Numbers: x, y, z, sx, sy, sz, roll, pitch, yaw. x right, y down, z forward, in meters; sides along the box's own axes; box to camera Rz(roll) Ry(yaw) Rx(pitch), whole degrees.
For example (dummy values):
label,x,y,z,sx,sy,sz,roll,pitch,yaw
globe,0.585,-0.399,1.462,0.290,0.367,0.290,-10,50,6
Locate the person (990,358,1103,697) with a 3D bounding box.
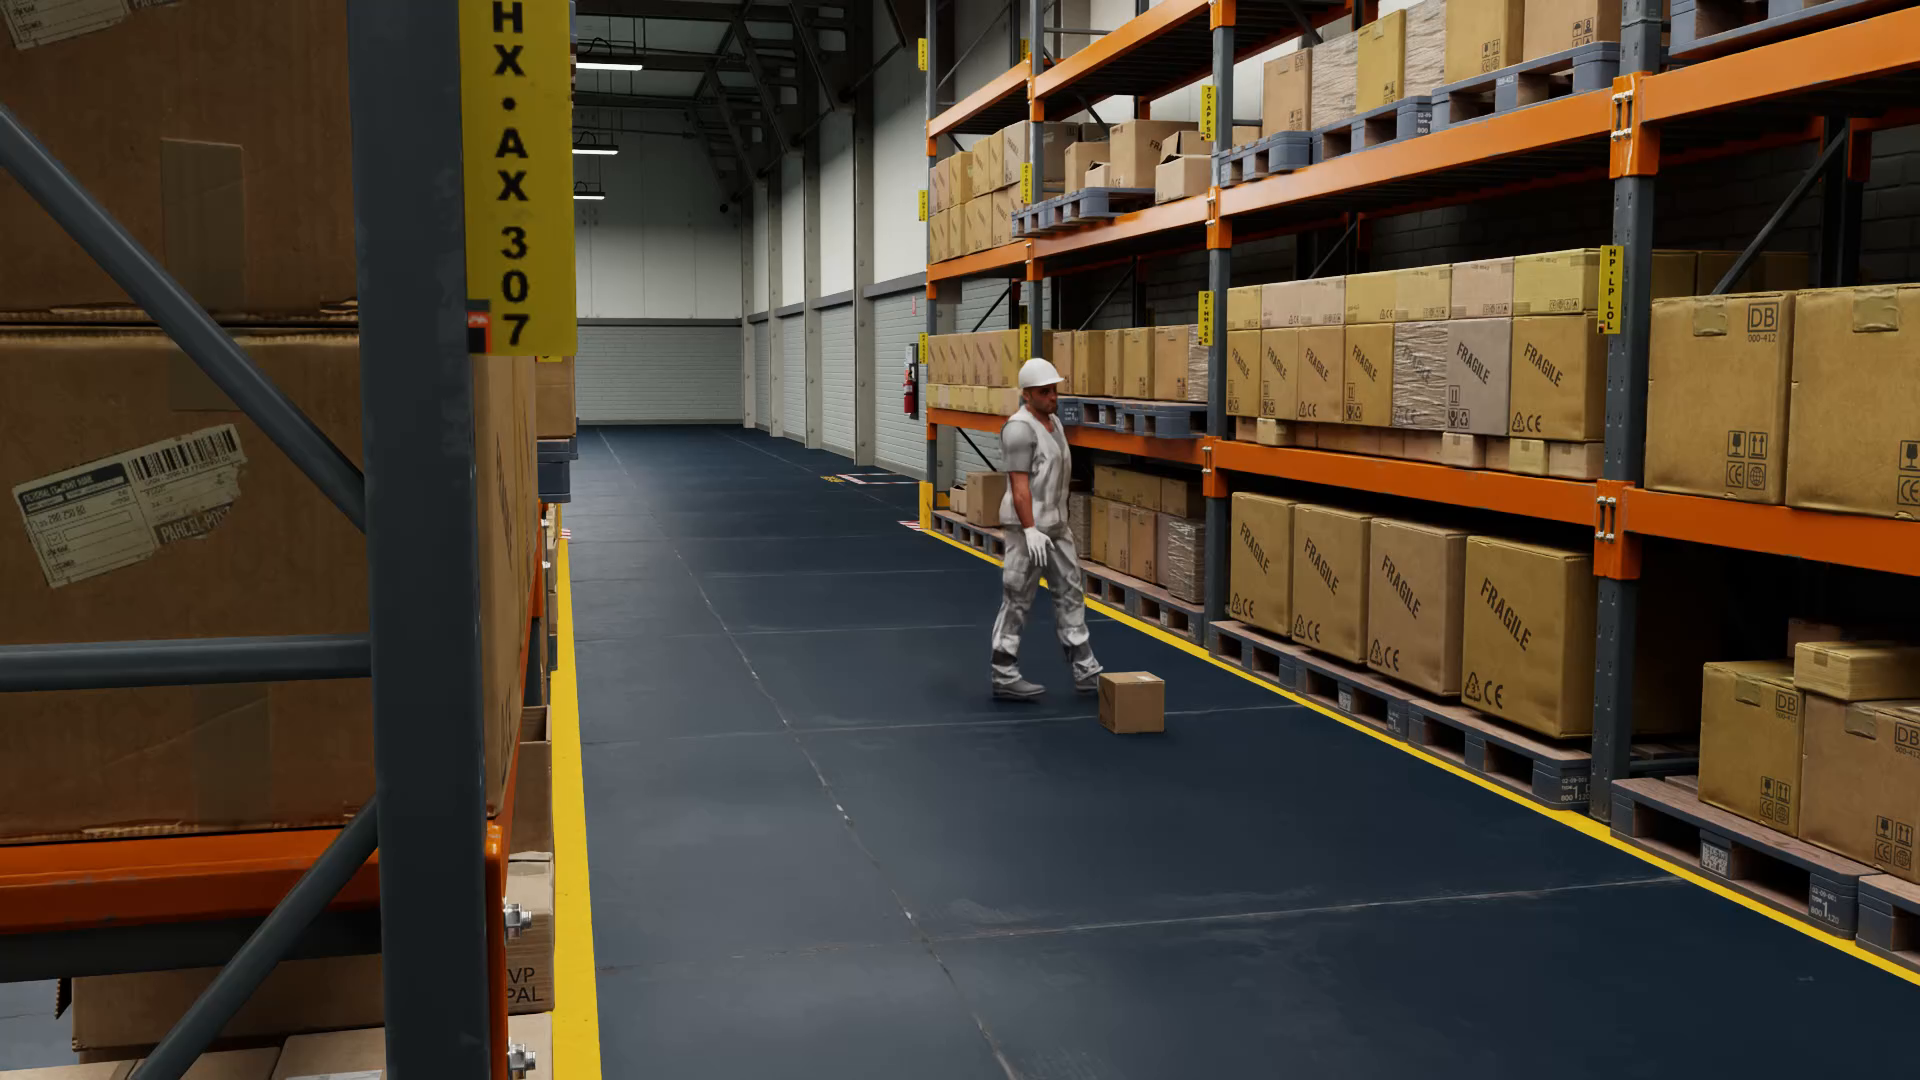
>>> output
label,x,y,z,sx,sy,sz,roll,pitch,yaw
person,0.489,-0.051,8.629,0.677,1.773,0.599,4,7,30
